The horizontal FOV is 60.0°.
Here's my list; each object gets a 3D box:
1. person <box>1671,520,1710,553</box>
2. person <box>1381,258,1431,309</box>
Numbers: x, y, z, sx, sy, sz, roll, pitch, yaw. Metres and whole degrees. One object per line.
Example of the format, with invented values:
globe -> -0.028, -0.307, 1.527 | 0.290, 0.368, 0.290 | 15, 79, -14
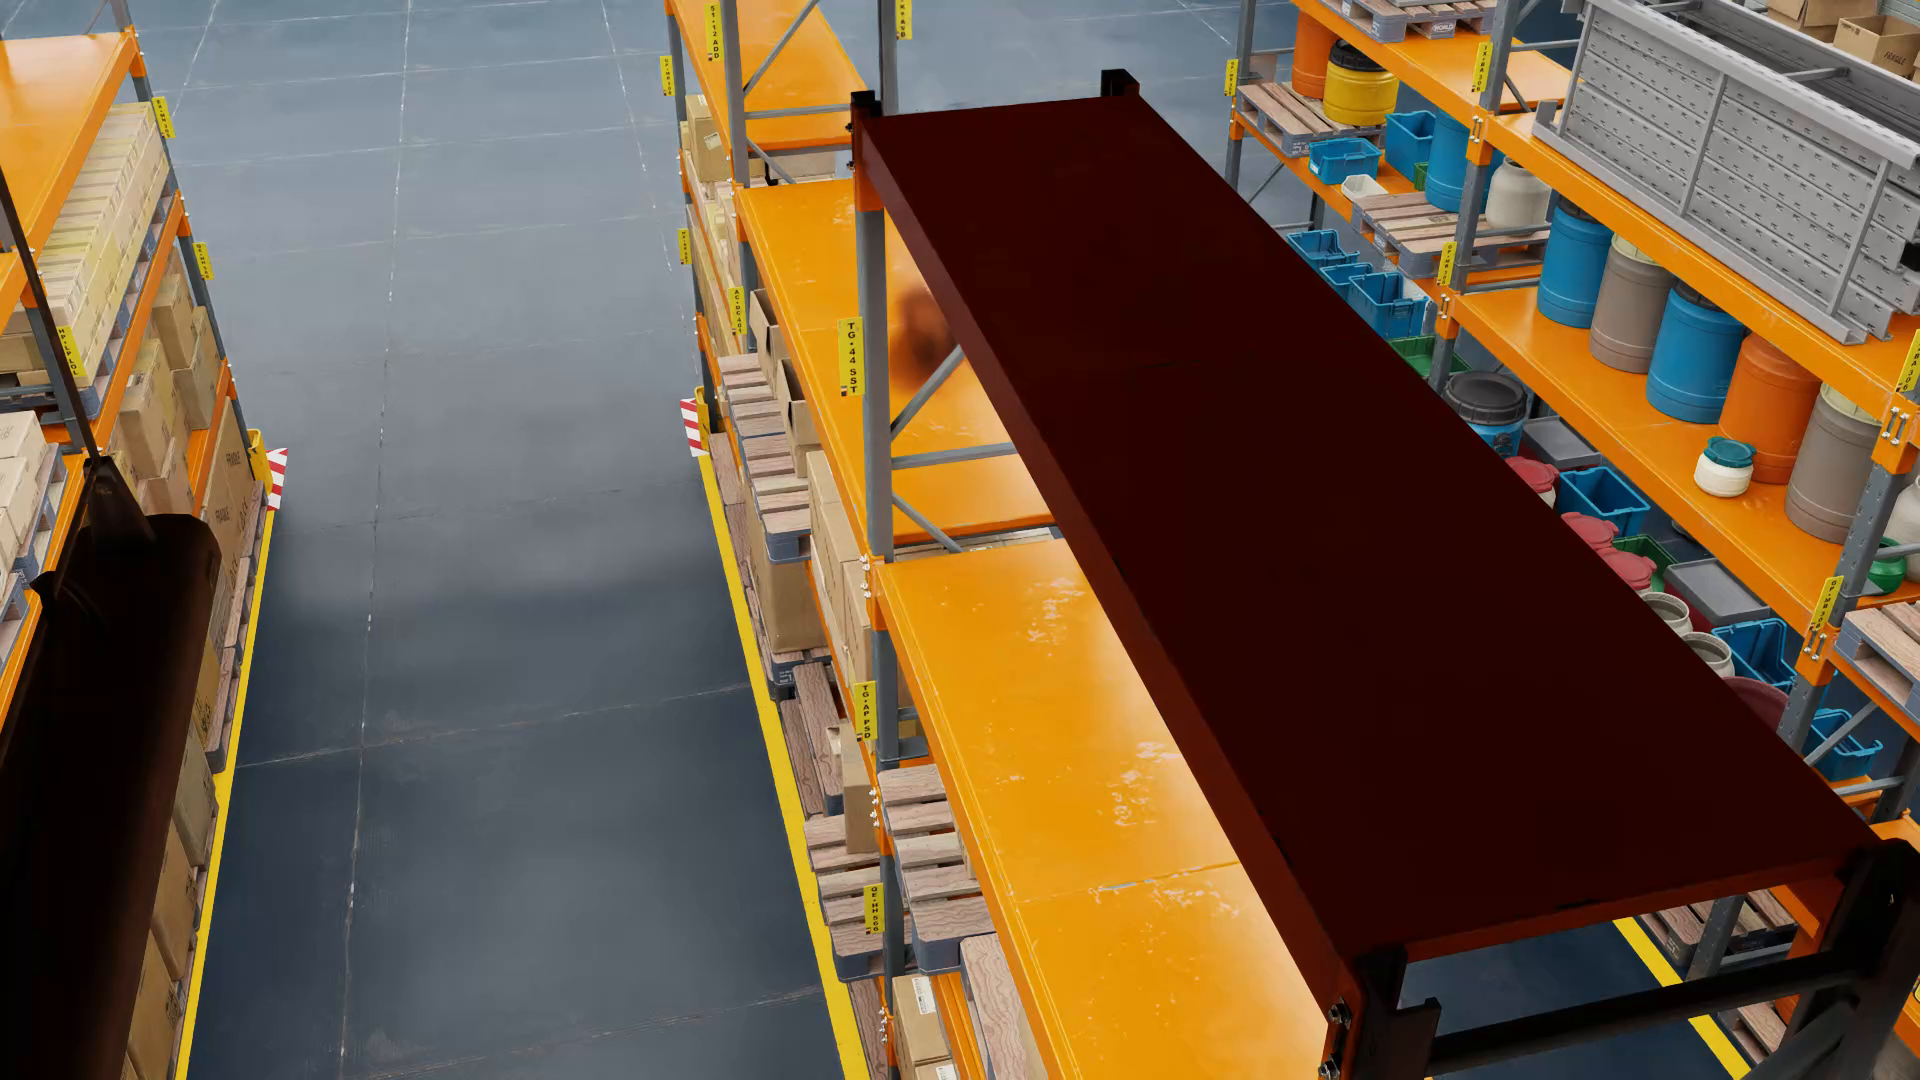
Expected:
person -> 6.229, -0.638, 13.532 | 0.705, 1.670, 0.708 | -13, 36, -18
person -> 4.352, -2.297, 15.947 | 0.711, 1.850, 0.839 | -13, 36, -18
